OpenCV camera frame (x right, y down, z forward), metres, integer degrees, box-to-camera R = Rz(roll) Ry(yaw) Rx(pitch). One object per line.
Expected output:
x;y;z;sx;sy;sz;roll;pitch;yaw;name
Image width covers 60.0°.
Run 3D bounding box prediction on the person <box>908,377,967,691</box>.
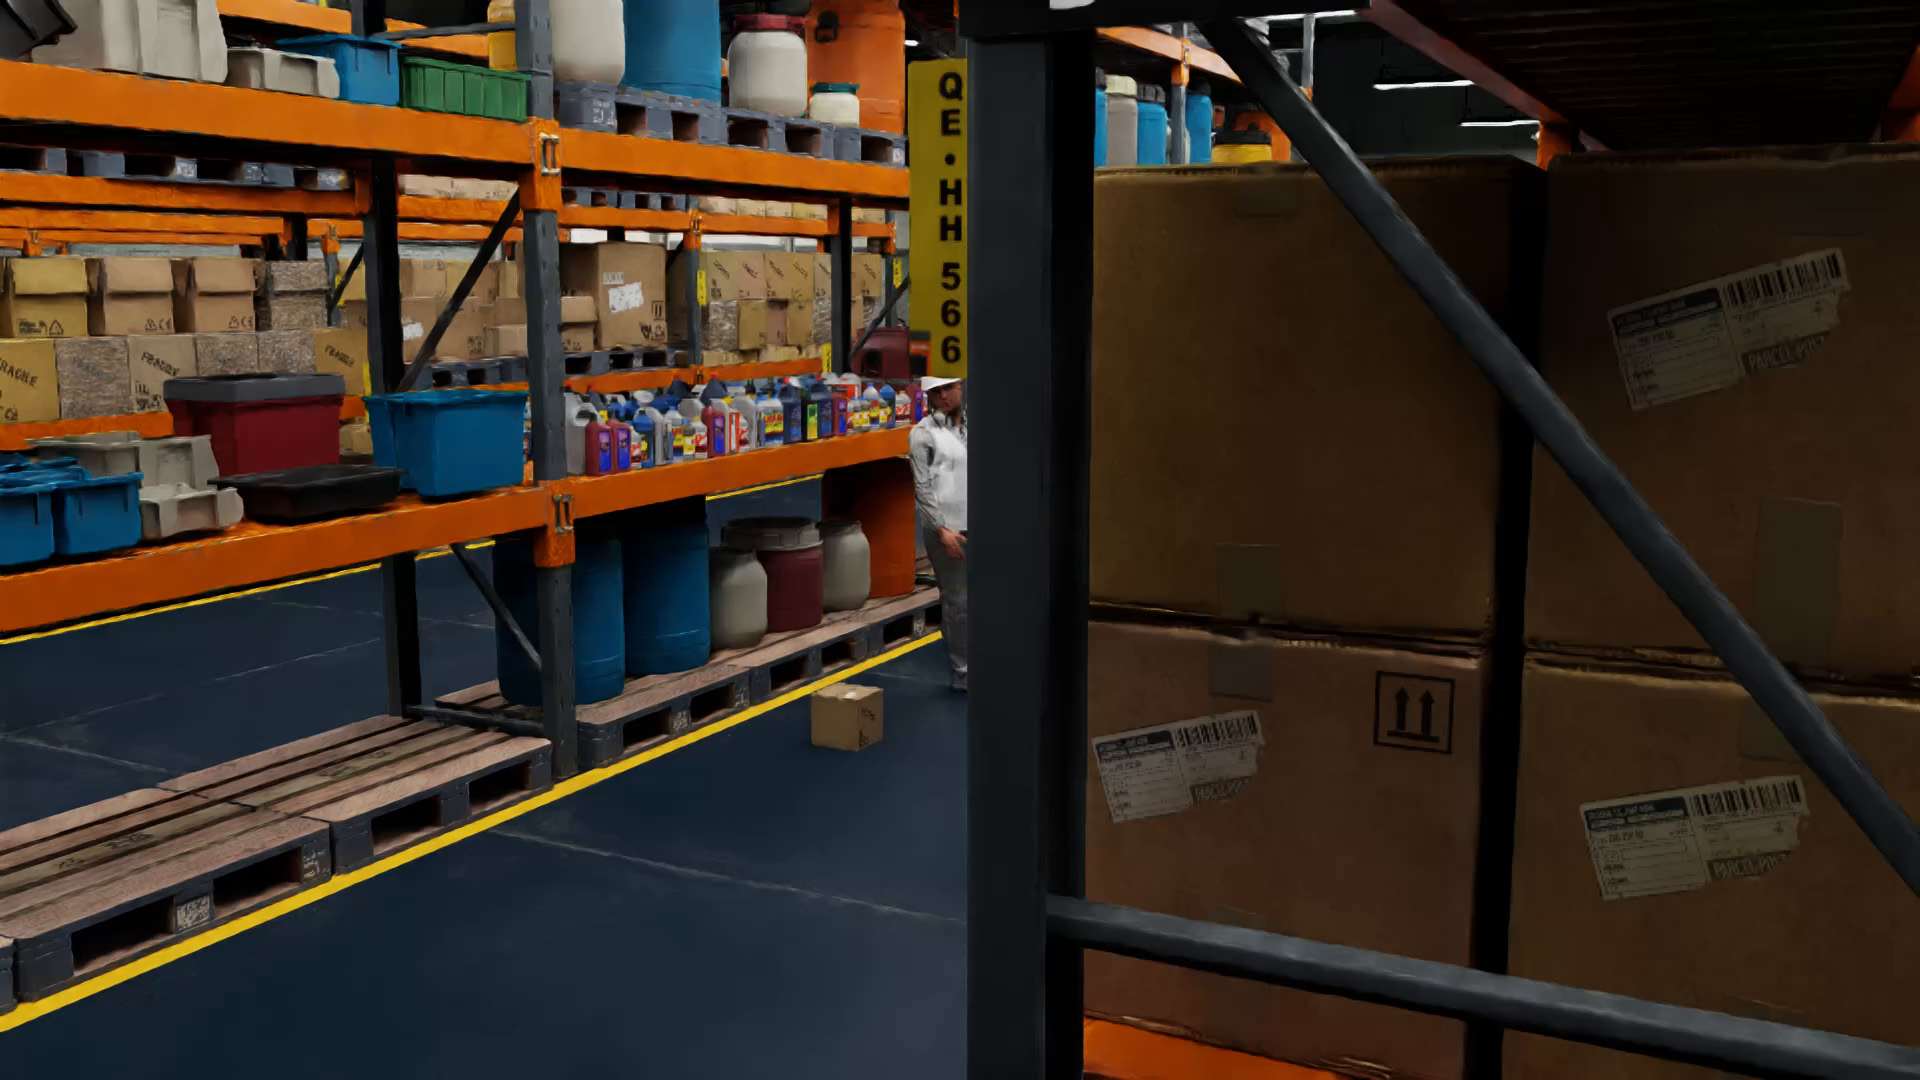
0.028;-0.068;8.721;0.631;1.767;0.429;-6;11;-33;person
